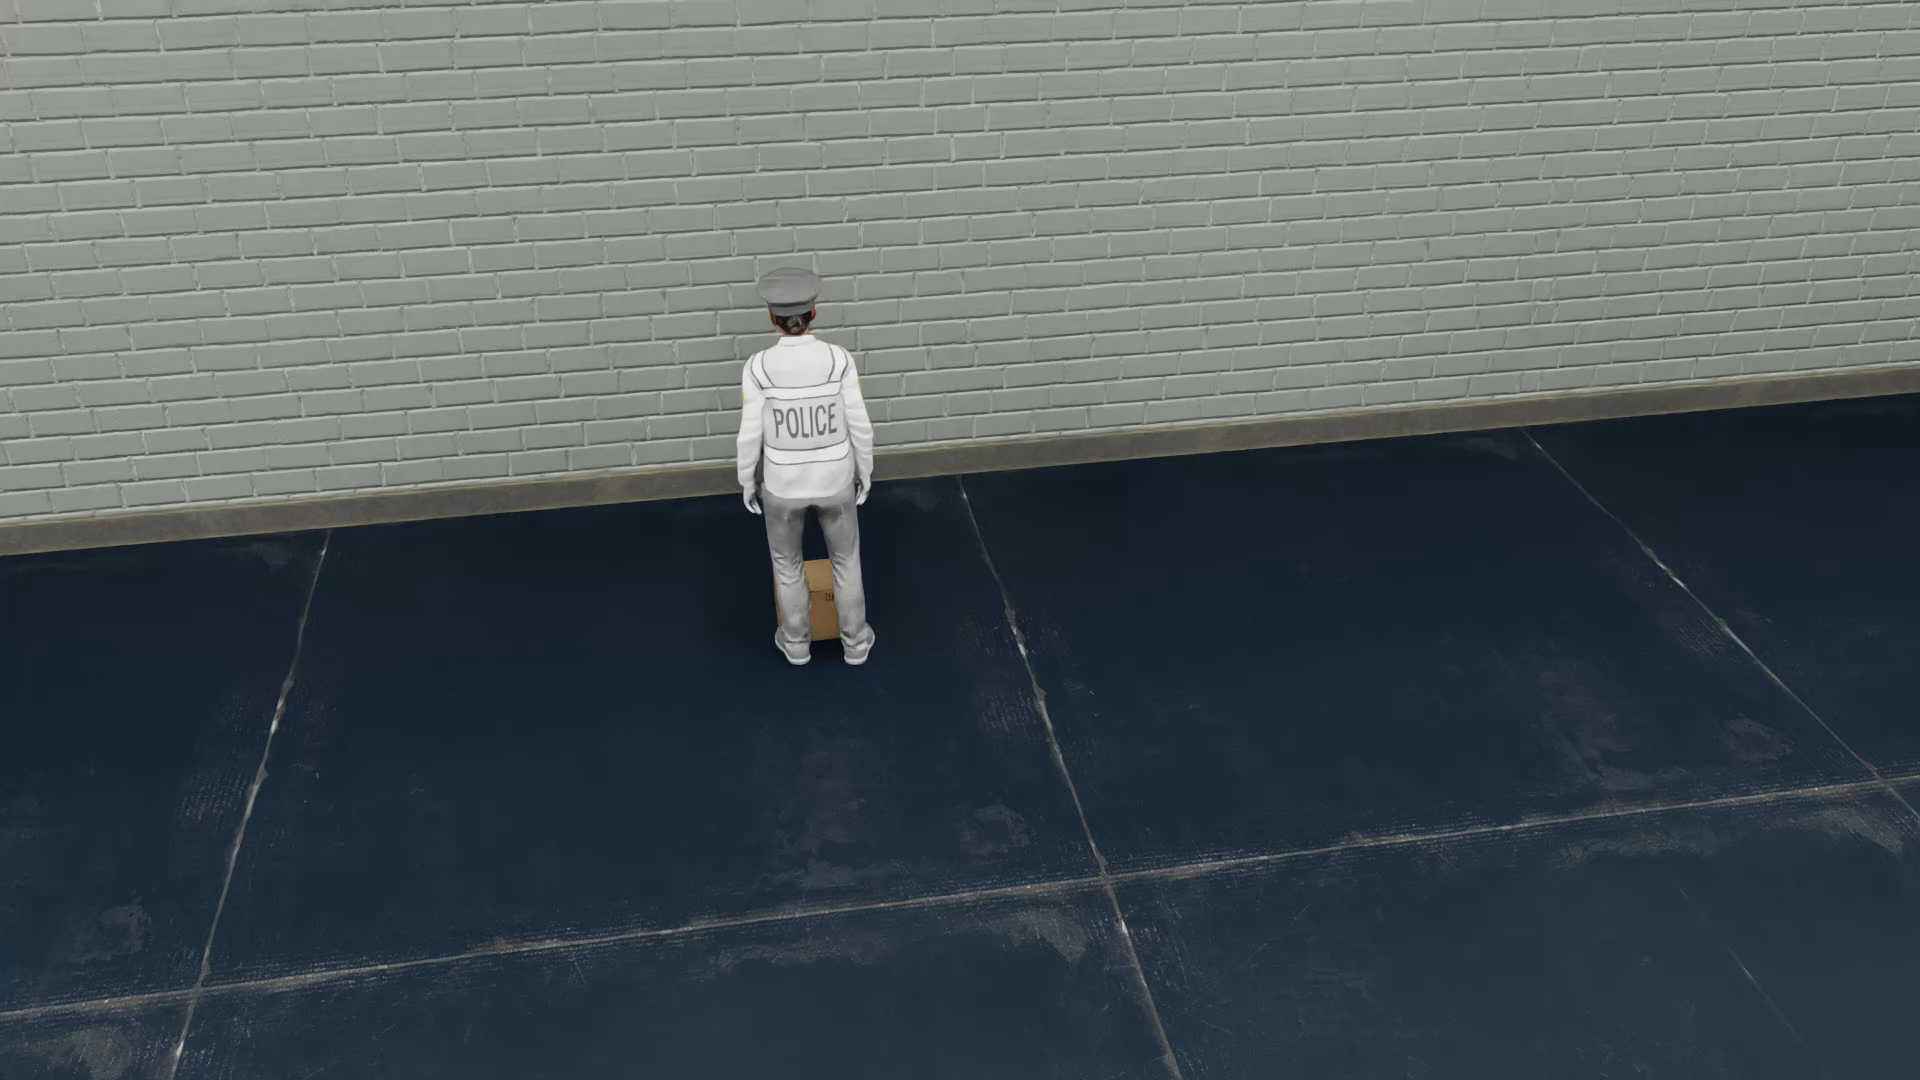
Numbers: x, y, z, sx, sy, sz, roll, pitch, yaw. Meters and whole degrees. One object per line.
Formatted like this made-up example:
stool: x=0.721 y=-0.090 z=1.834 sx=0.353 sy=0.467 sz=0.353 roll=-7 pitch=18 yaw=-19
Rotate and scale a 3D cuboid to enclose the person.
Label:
person: x=-0.603 y=-0.235 z=6.521 sx=0.530 sy=1.663 sz=0.404 roll=-6 pitch=31 yaw=-9
